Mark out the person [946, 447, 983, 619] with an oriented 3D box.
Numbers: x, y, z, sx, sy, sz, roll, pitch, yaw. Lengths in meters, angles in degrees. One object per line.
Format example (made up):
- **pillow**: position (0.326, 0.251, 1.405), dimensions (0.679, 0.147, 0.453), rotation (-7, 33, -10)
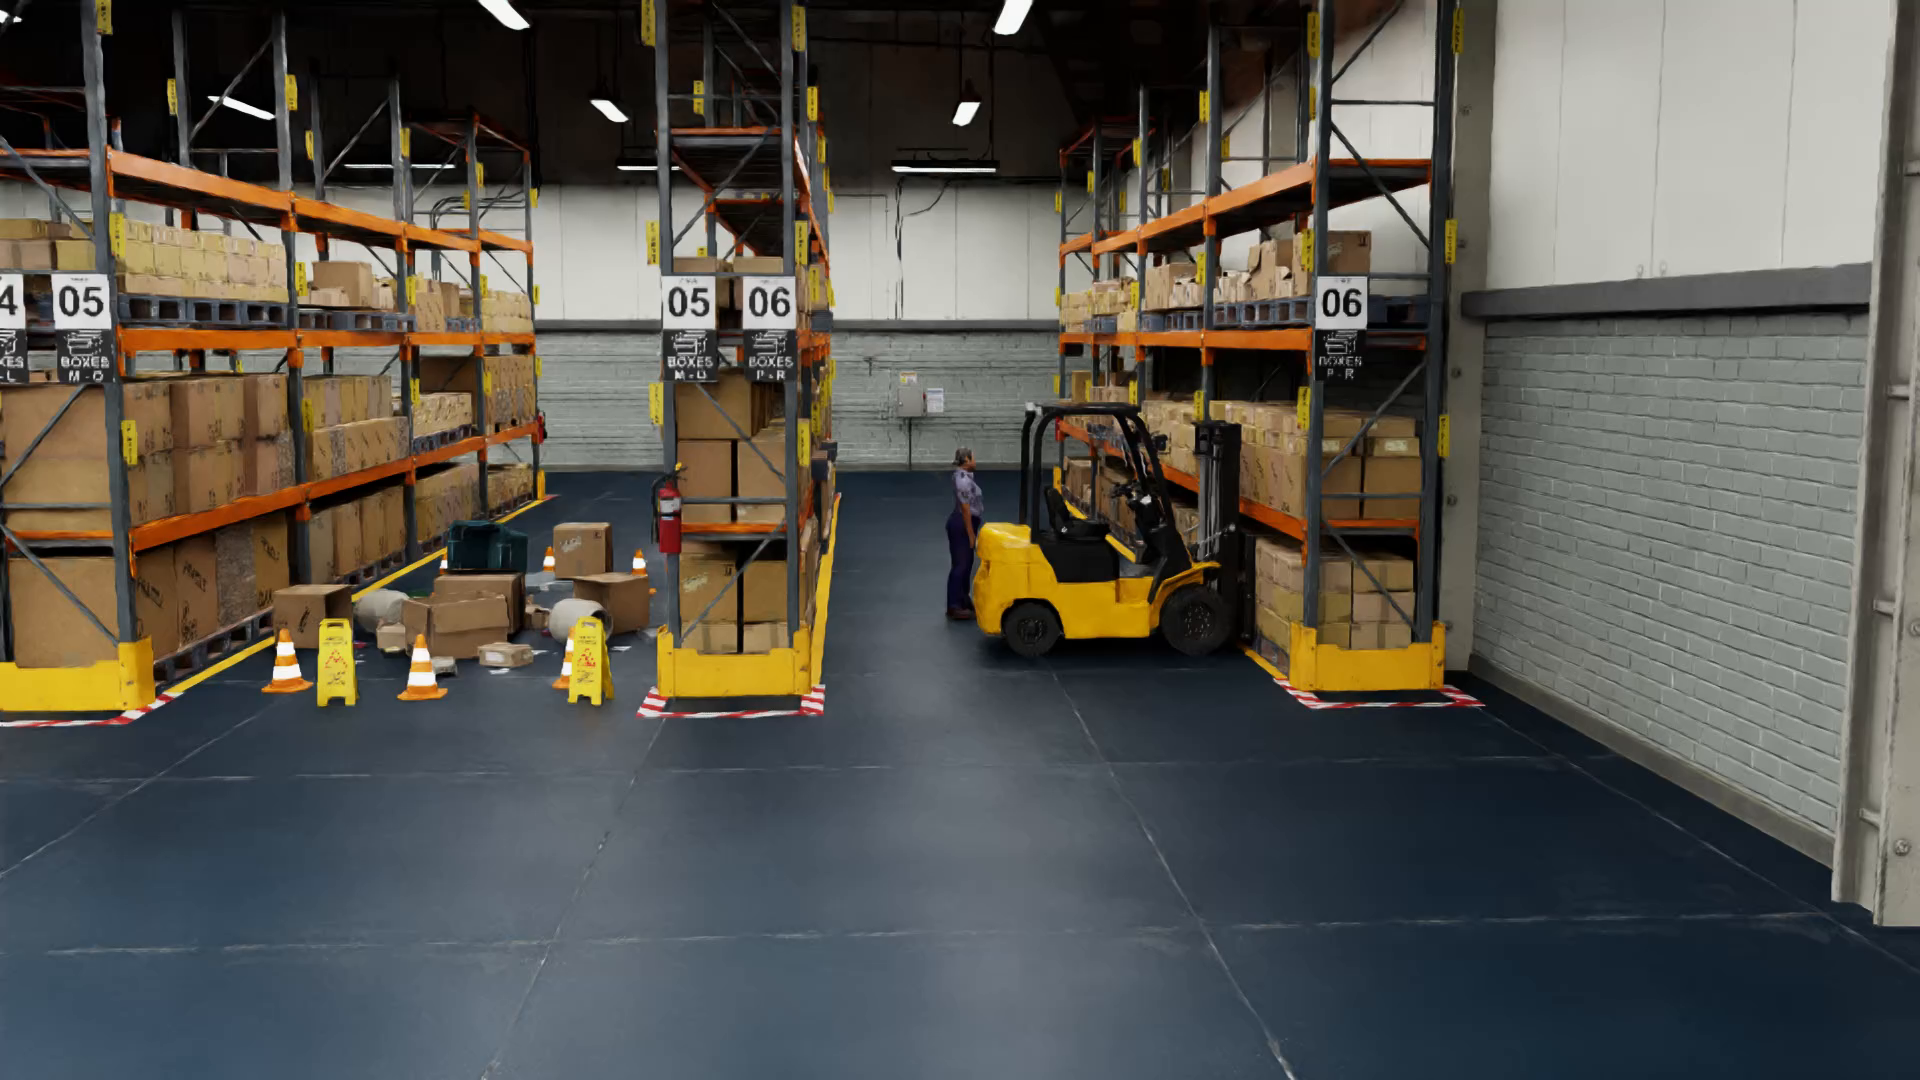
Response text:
- **person**: position (0.055, -0.084, 16.323), dimensions (0.401, 1.648, 0.624), rotation (0, 7, -3)
